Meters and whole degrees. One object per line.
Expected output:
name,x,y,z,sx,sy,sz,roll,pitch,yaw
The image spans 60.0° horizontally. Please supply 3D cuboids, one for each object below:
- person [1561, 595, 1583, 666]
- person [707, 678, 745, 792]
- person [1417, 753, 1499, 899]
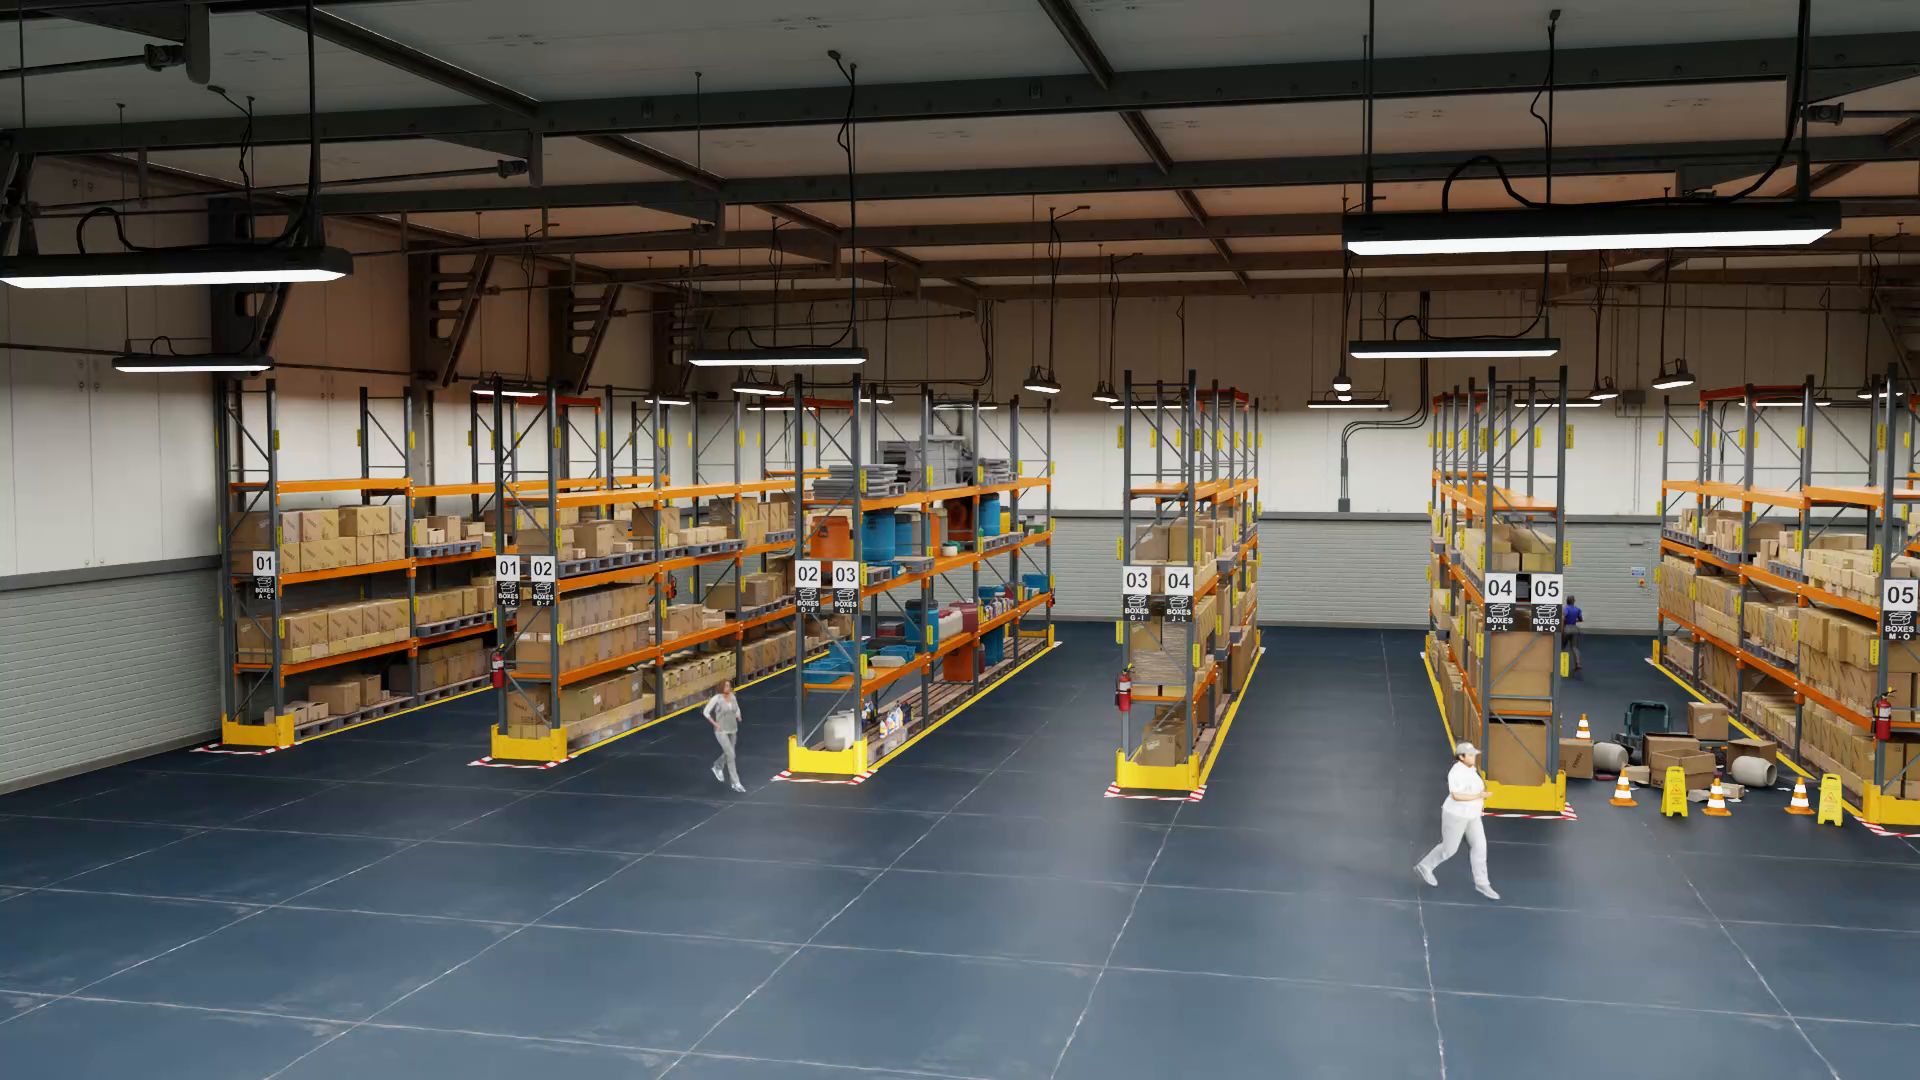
person,13.089,1.959,35.615,0.570,1.559,0.775,0,3,-2
person,-3.403,2.776,23.845,0.775,1.605,0.496,3,5,44
person,5.501,3.057,18.309,0.598,1.652,0.933,-3,5,-44
